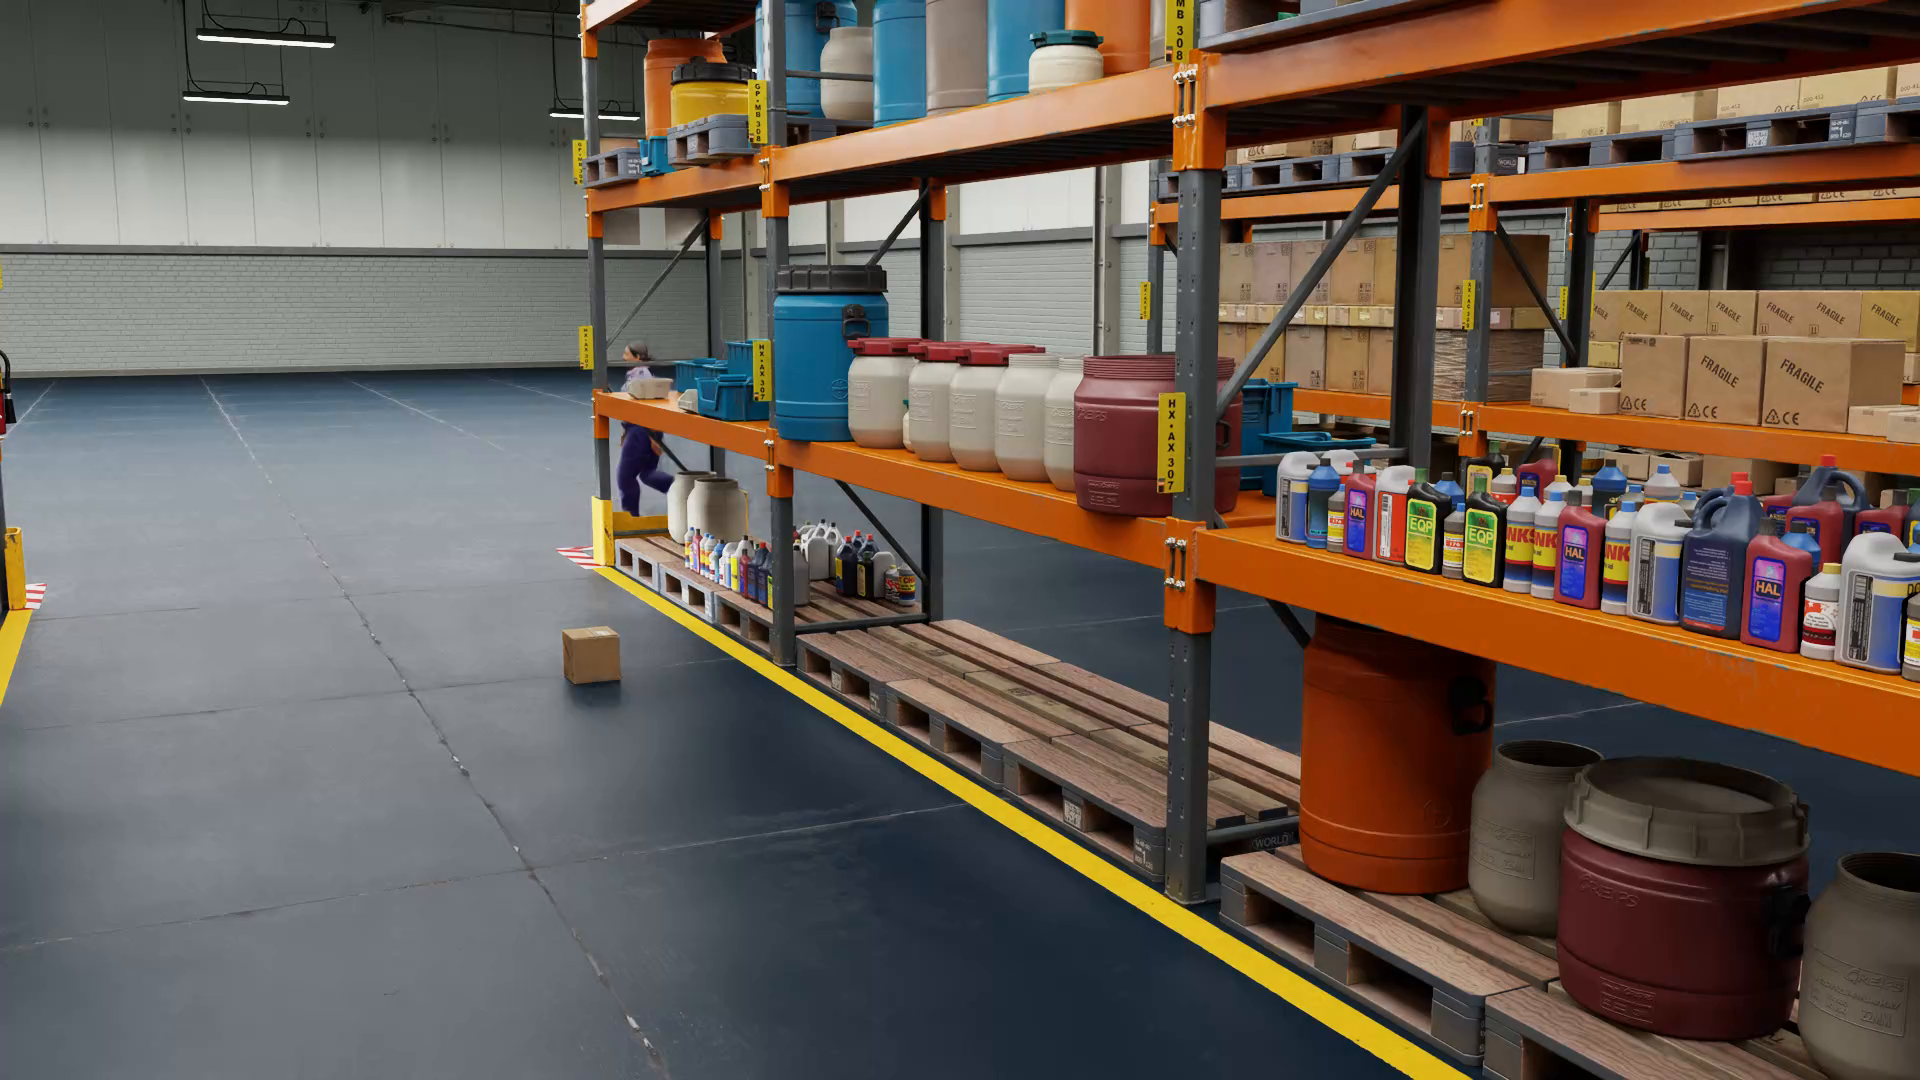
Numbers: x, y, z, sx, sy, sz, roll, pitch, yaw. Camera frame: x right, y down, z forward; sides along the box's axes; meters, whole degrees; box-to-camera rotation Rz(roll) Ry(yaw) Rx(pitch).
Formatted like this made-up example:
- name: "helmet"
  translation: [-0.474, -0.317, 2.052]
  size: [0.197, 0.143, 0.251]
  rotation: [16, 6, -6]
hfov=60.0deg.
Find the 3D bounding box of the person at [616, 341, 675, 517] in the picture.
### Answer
- name: "person"
  translation: [-2.645, -0.882, 14.198]
  size: [0.836, 1.607, 0.545]
  rotation: [-2, 9, -11]
